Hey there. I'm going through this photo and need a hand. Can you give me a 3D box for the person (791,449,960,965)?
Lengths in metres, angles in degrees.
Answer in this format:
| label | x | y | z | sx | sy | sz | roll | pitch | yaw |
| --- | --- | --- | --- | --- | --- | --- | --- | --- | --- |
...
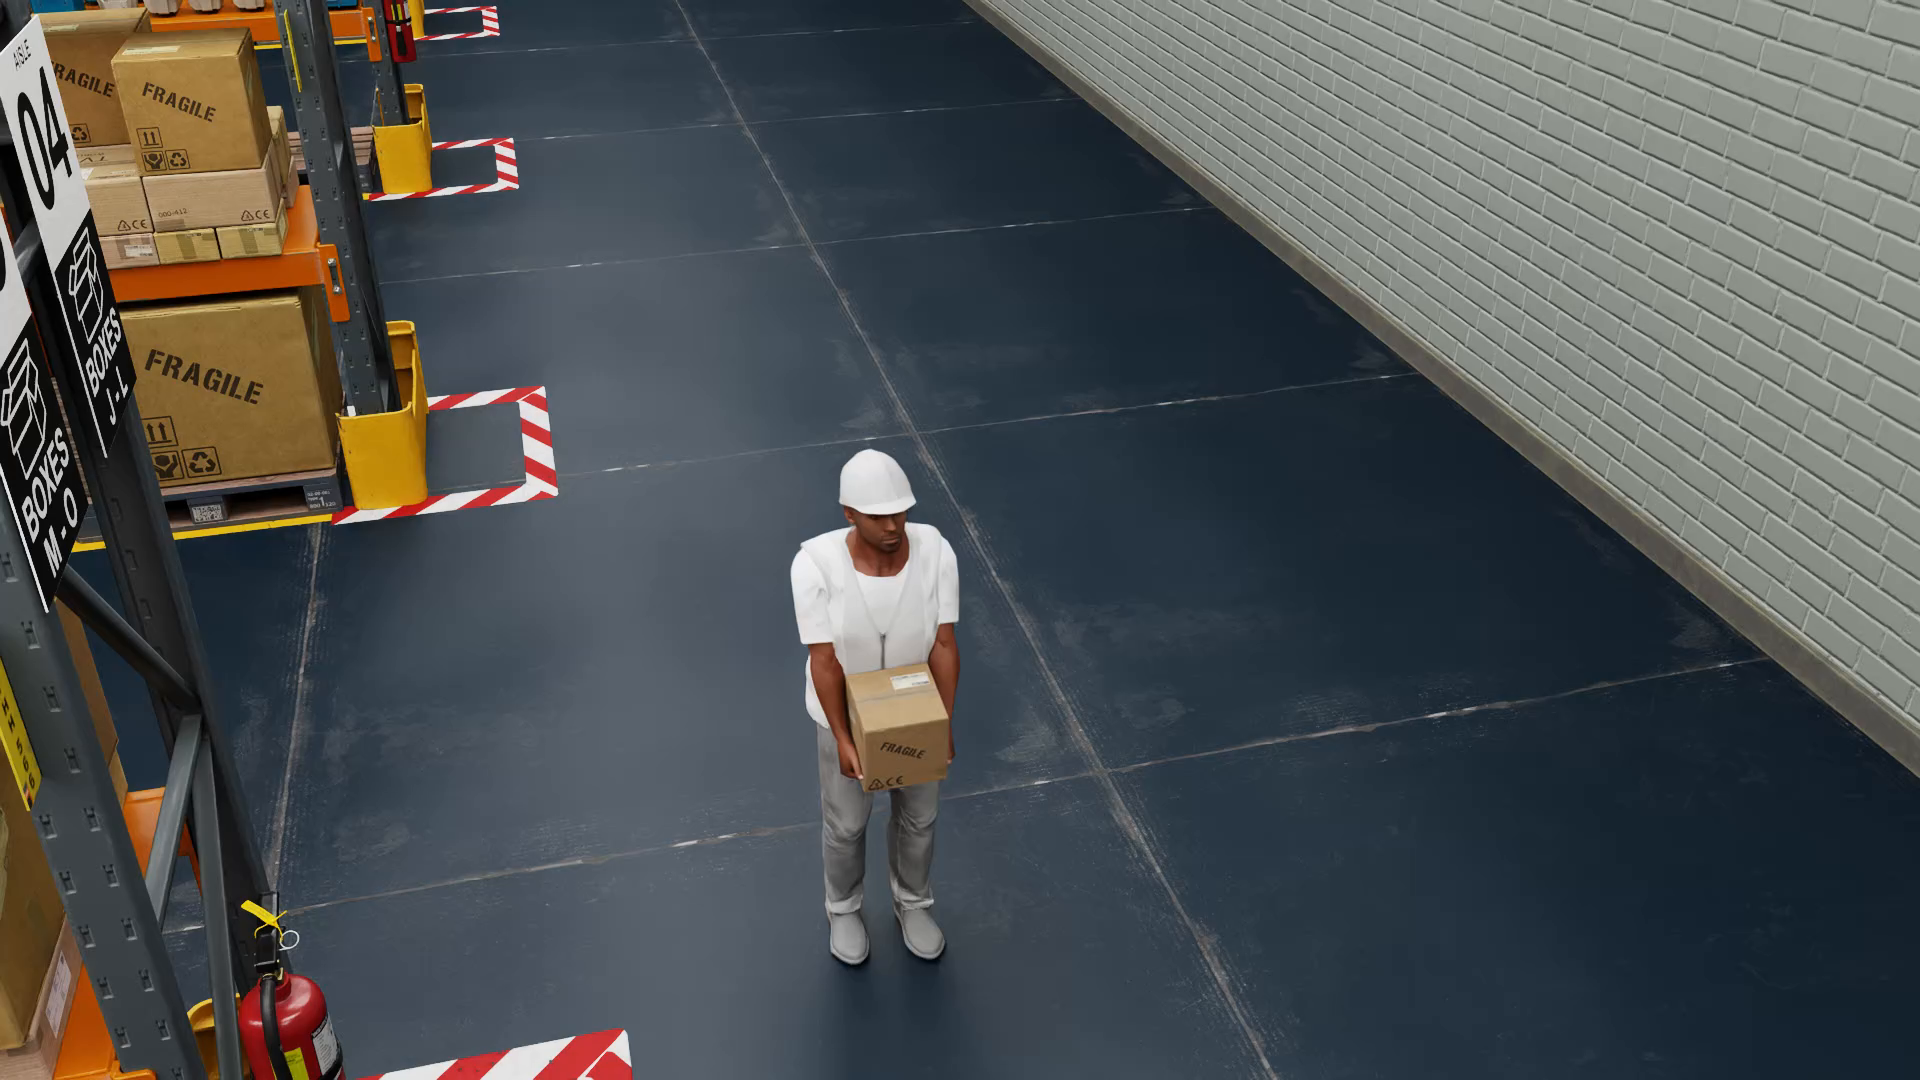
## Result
| label | x | y | z | sx | sy | sz | roll | pitch | yaw |
| --- | --- | --- | --- | --- | --- | --- | --- | --- | --- |
| person | -0.220 | 0.577 | 5.111 | 0.505 | 1.763 | 0.567 | -8 | 31 | -13 |
